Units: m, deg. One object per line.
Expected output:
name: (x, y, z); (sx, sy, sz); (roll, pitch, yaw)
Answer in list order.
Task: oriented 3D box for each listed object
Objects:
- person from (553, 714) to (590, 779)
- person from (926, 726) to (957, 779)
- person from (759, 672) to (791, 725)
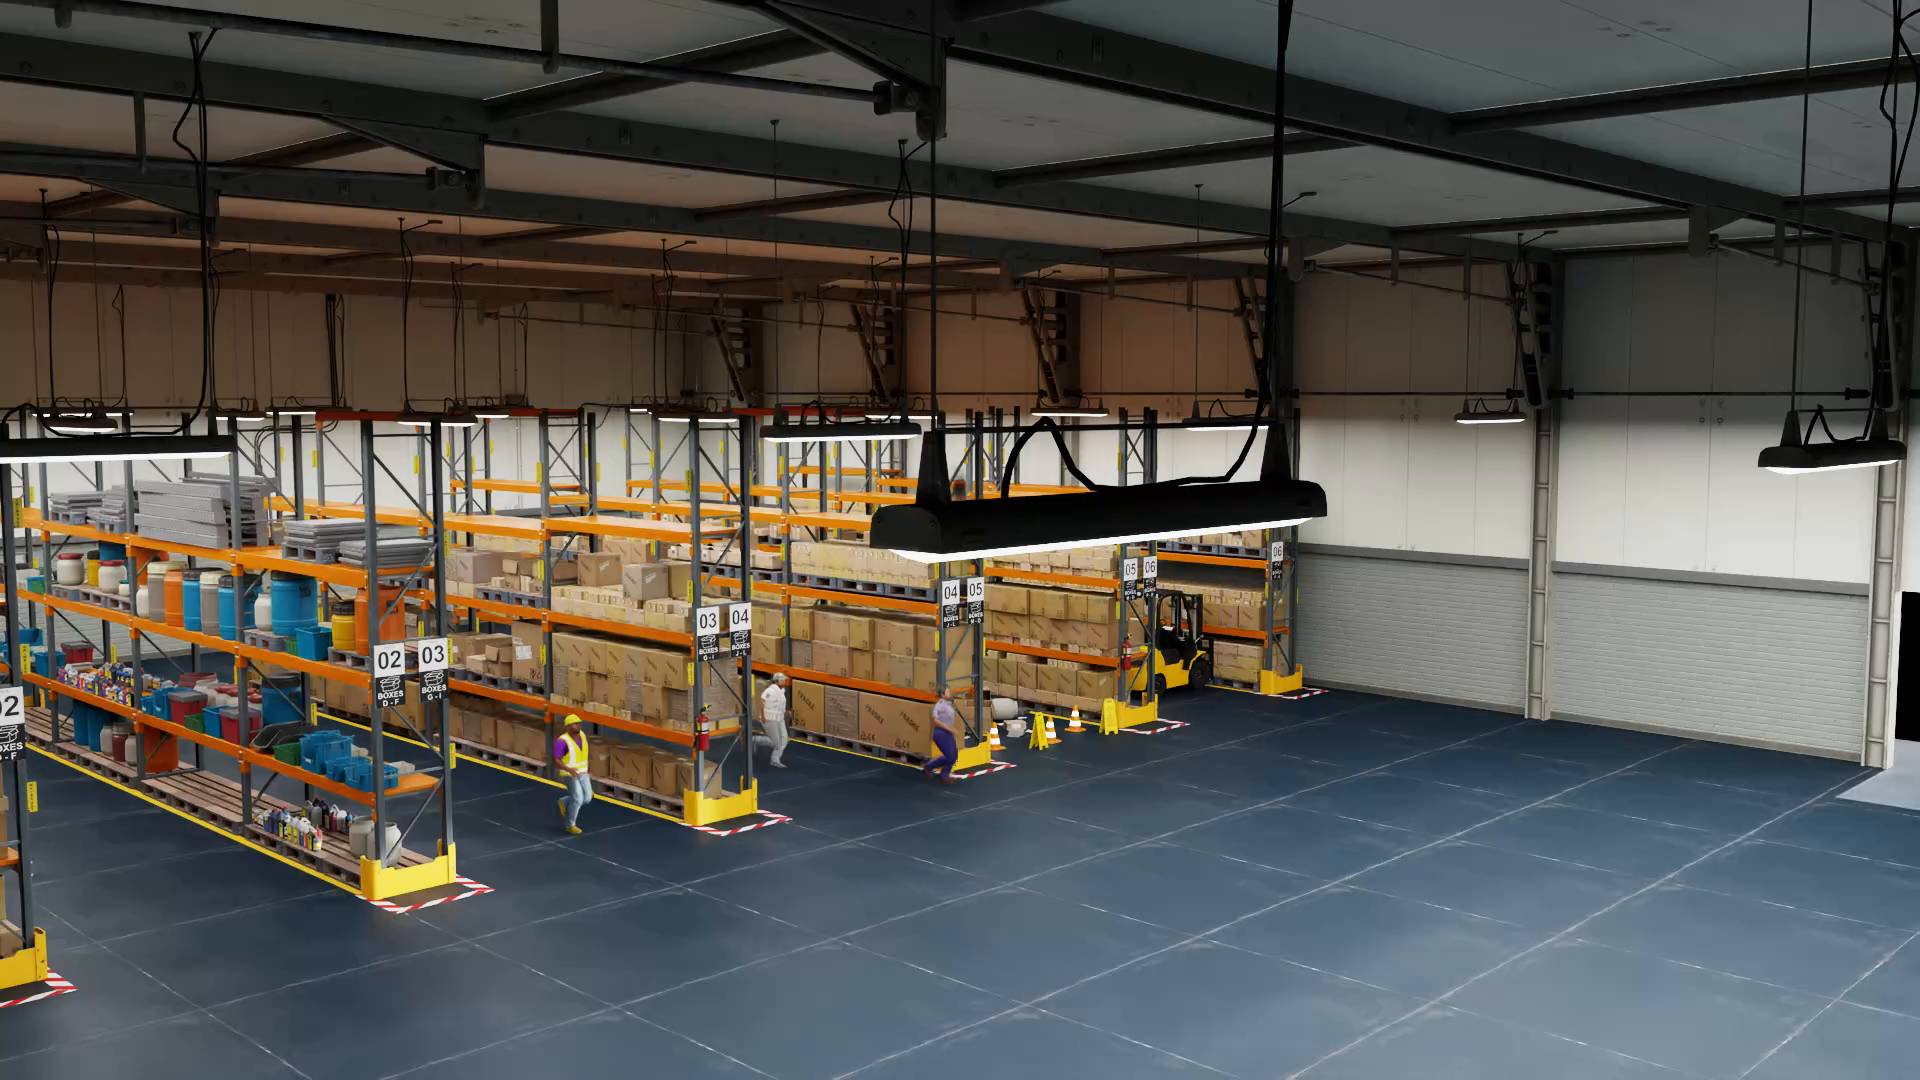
person: (-5.501, 2.961, 23.880); (0.480, 0.930, 0.713); (3, 6, 32)
person: (-0.288, 3.427, 26.917); (0.489, 0.915, 0.414); (1, 5, 10)
person: (-3.098, 2.677, 28.142); (0.446, 0.849, 0.638); (2, 5, 23)
